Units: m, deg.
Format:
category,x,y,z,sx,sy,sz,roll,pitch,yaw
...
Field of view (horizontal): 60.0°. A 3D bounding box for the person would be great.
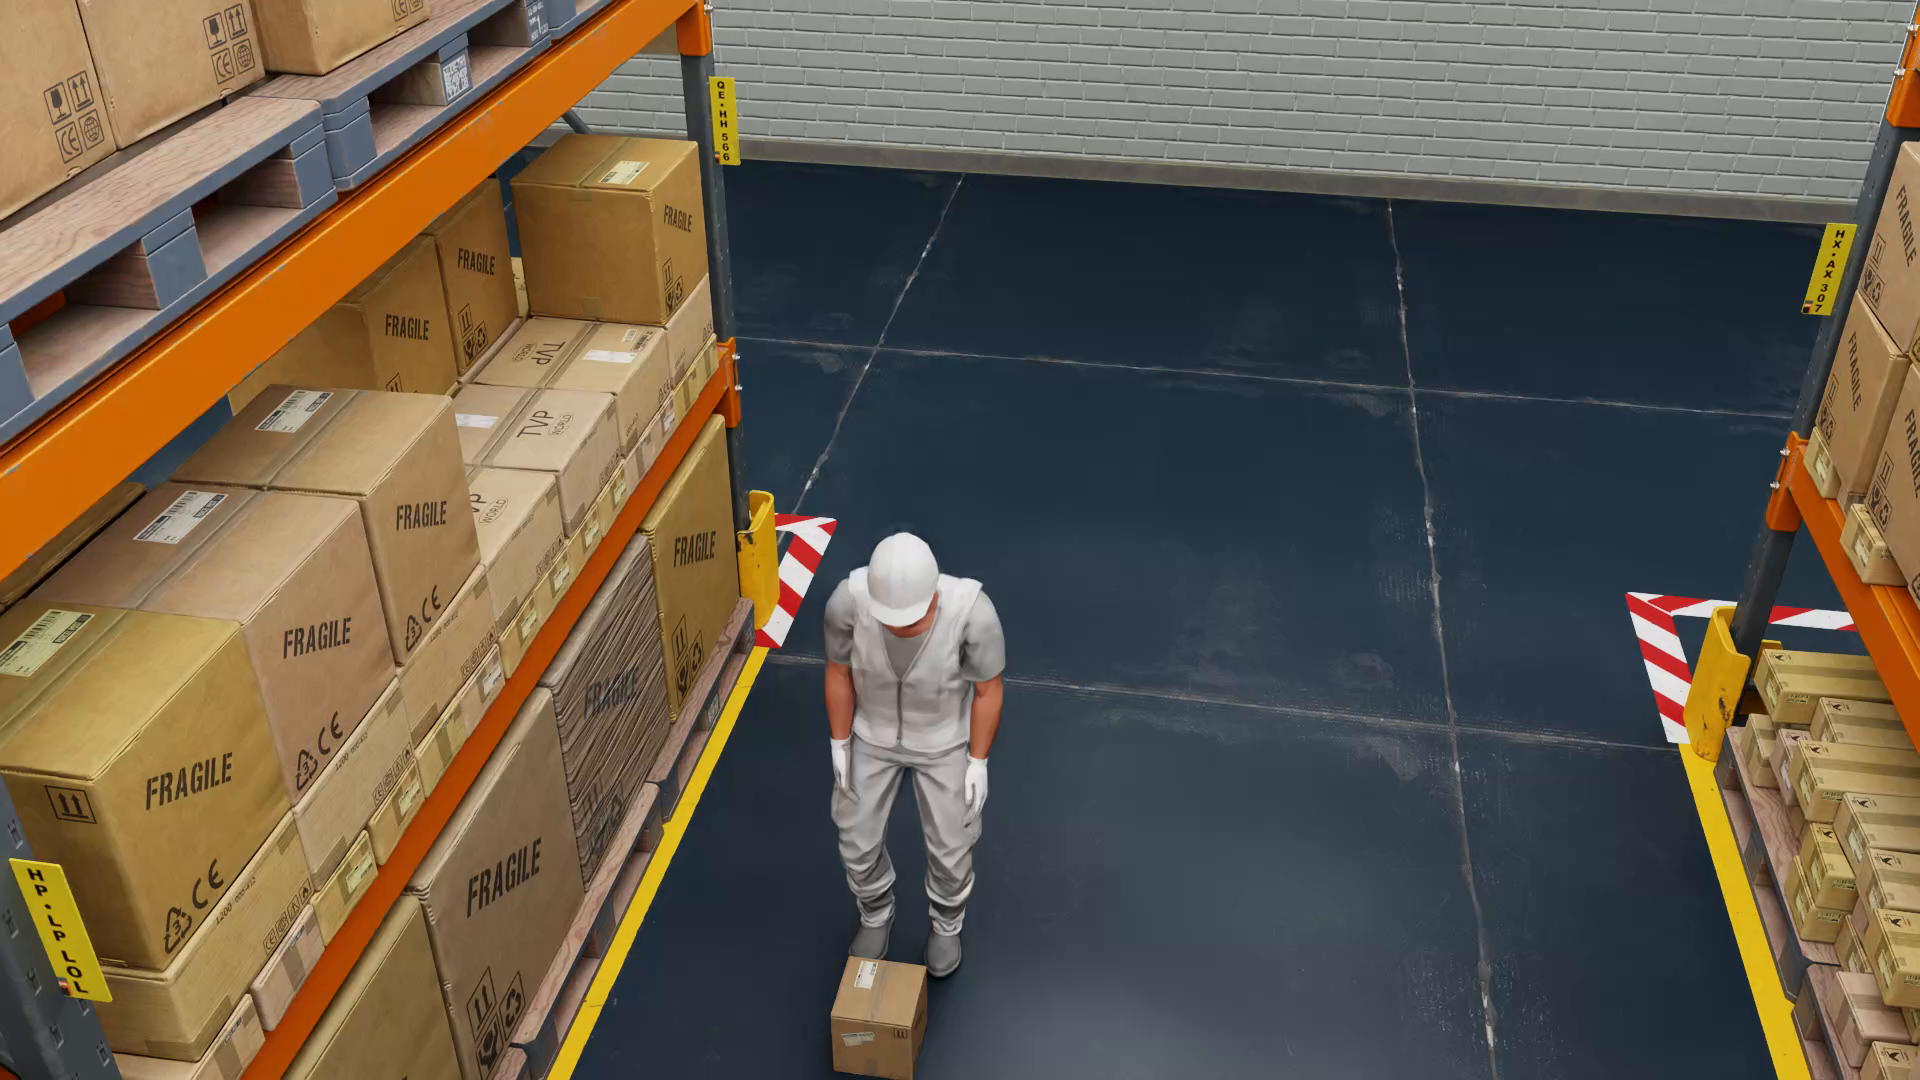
category,x,y,z,sx,sy,sz,roll,pitch,yaw
person,-0.142,0.656,5.157,0.554,1.699,0.516,6,33,9
